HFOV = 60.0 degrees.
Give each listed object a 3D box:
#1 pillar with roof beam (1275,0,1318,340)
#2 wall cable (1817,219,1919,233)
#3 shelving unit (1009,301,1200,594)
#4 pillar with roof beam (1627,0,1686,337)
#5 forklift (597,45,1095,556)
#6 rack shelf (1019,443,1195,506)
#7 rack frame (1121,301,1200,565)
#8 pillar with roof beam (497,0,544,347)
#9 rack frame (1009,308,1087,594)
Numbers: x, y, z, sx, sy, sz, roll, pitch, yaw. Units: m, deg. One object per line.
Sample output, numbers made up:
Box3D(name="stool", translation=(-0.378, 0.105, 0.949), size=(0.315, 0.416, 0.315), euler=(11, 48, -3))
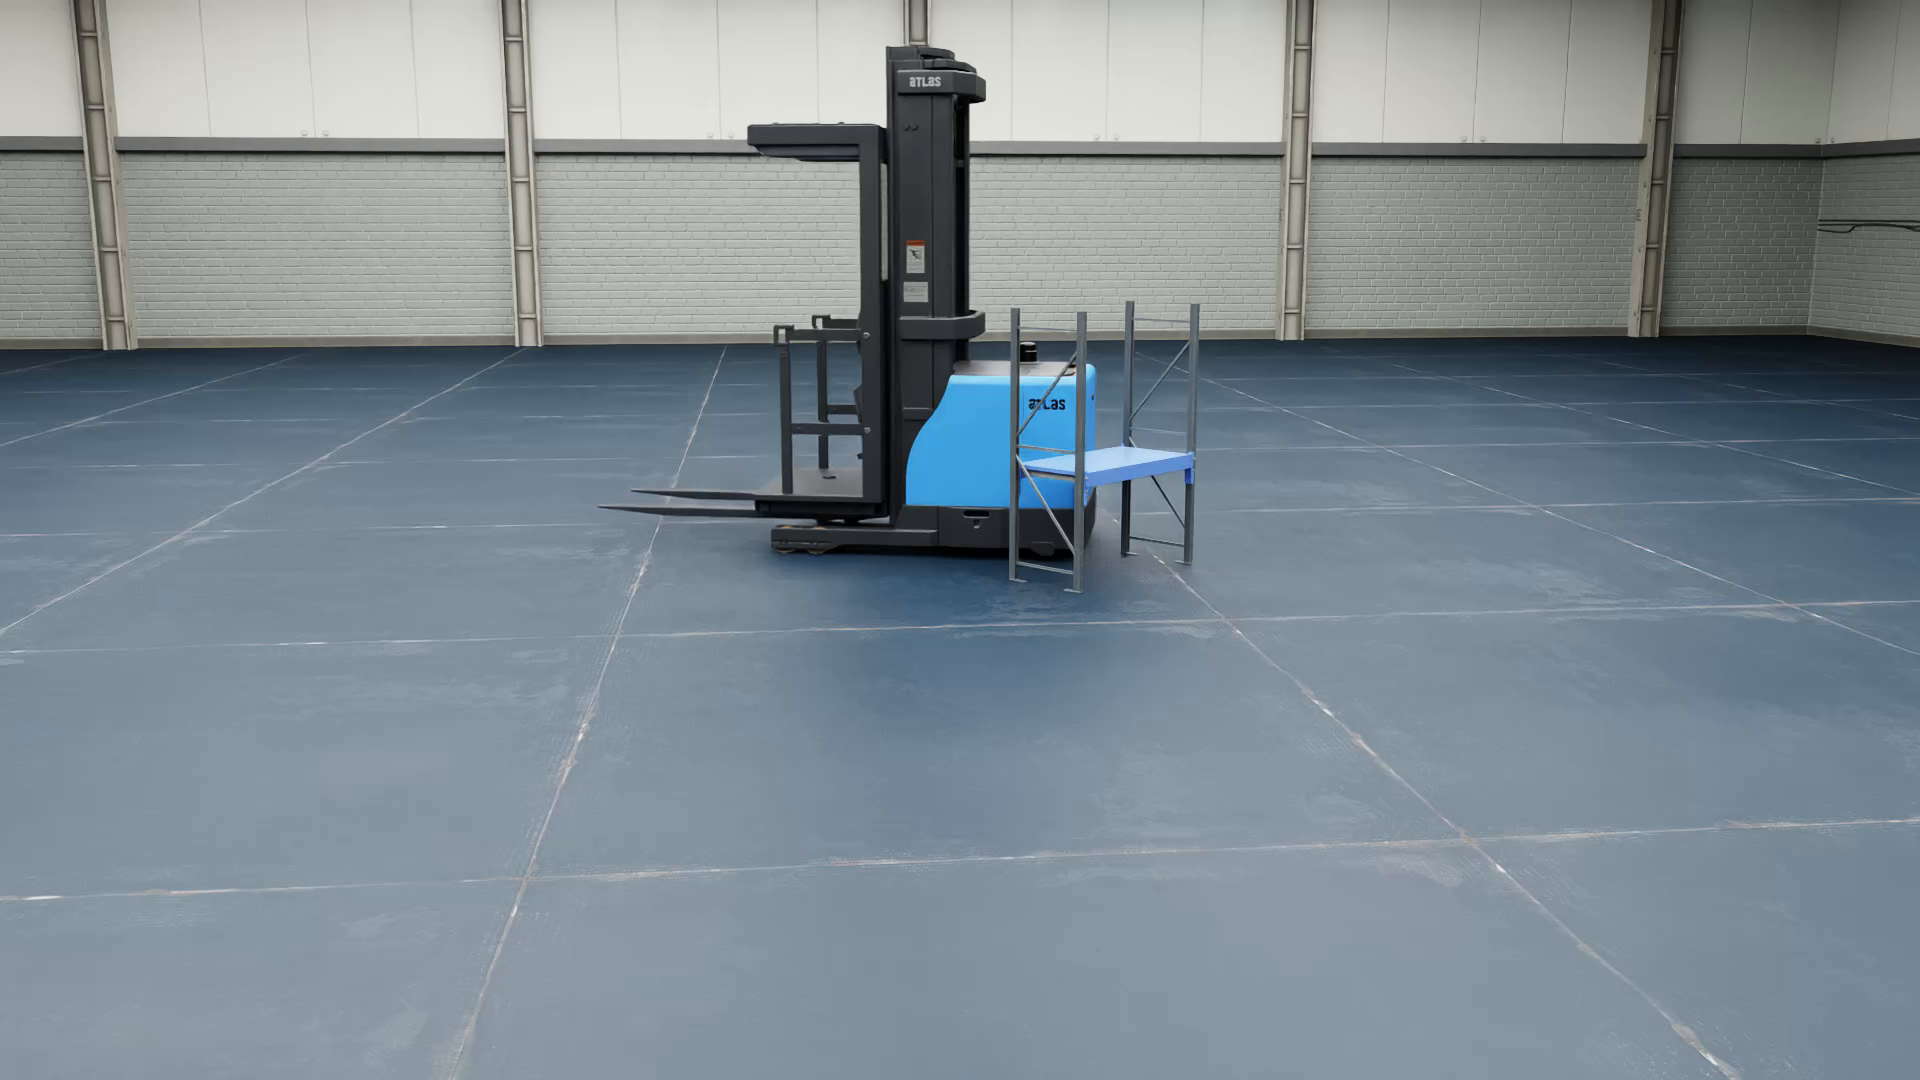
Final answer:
Box3D(name="pillar with roof beam", translation=(5.781, -6.829, 21.776), size=(0.400, 9.000, 9.100), euler=(-1, 11, -6))
Box3D(name="wall cable", translation=(14.352, -6.064, 25.933), size=(0.112, 2.526, 3.097), euler=(-1, 11, -6))
Box3D(name="shelving unit", translation=(0.811, -0.553, 9.293), size=(0.538, 1.500, 1.048), euler=(10, 15, 42))
Box3D(name="pillar with roof beam", translation=(11.745, -6.954, 22.412), size=(0.400, 9.000, 9.100), euler=(-1, 11, -6))
Box3D(name="forklift", translation=(-0.697, -1.450, 10.147), size=(3.031, 2.935, 1.130), euler=(2, 11, 8))
Box3D(name="rack shelf", translation=(0.811, -0.376, 9.328), size=(0.538, 0.185, 1.000), euler=(10, 15, 42))
Box3D(name="rack frame", translation=(1.156, -0.625, 9.659), size=(0.500, 1.500, 0.032), euler=(10, 15, 42))
Box3D(name="pillar with roof beam", translation=(-6.149, -6.579, 20.505), size=(0.400, 9.000, 9.100), euler=(-1, 11, -6))
Box3D(name="rack frame", translation=(0.466, -0.481, 8.927), size=(0.500, 1.500, 0.032), euler=(10, 15, 42))
